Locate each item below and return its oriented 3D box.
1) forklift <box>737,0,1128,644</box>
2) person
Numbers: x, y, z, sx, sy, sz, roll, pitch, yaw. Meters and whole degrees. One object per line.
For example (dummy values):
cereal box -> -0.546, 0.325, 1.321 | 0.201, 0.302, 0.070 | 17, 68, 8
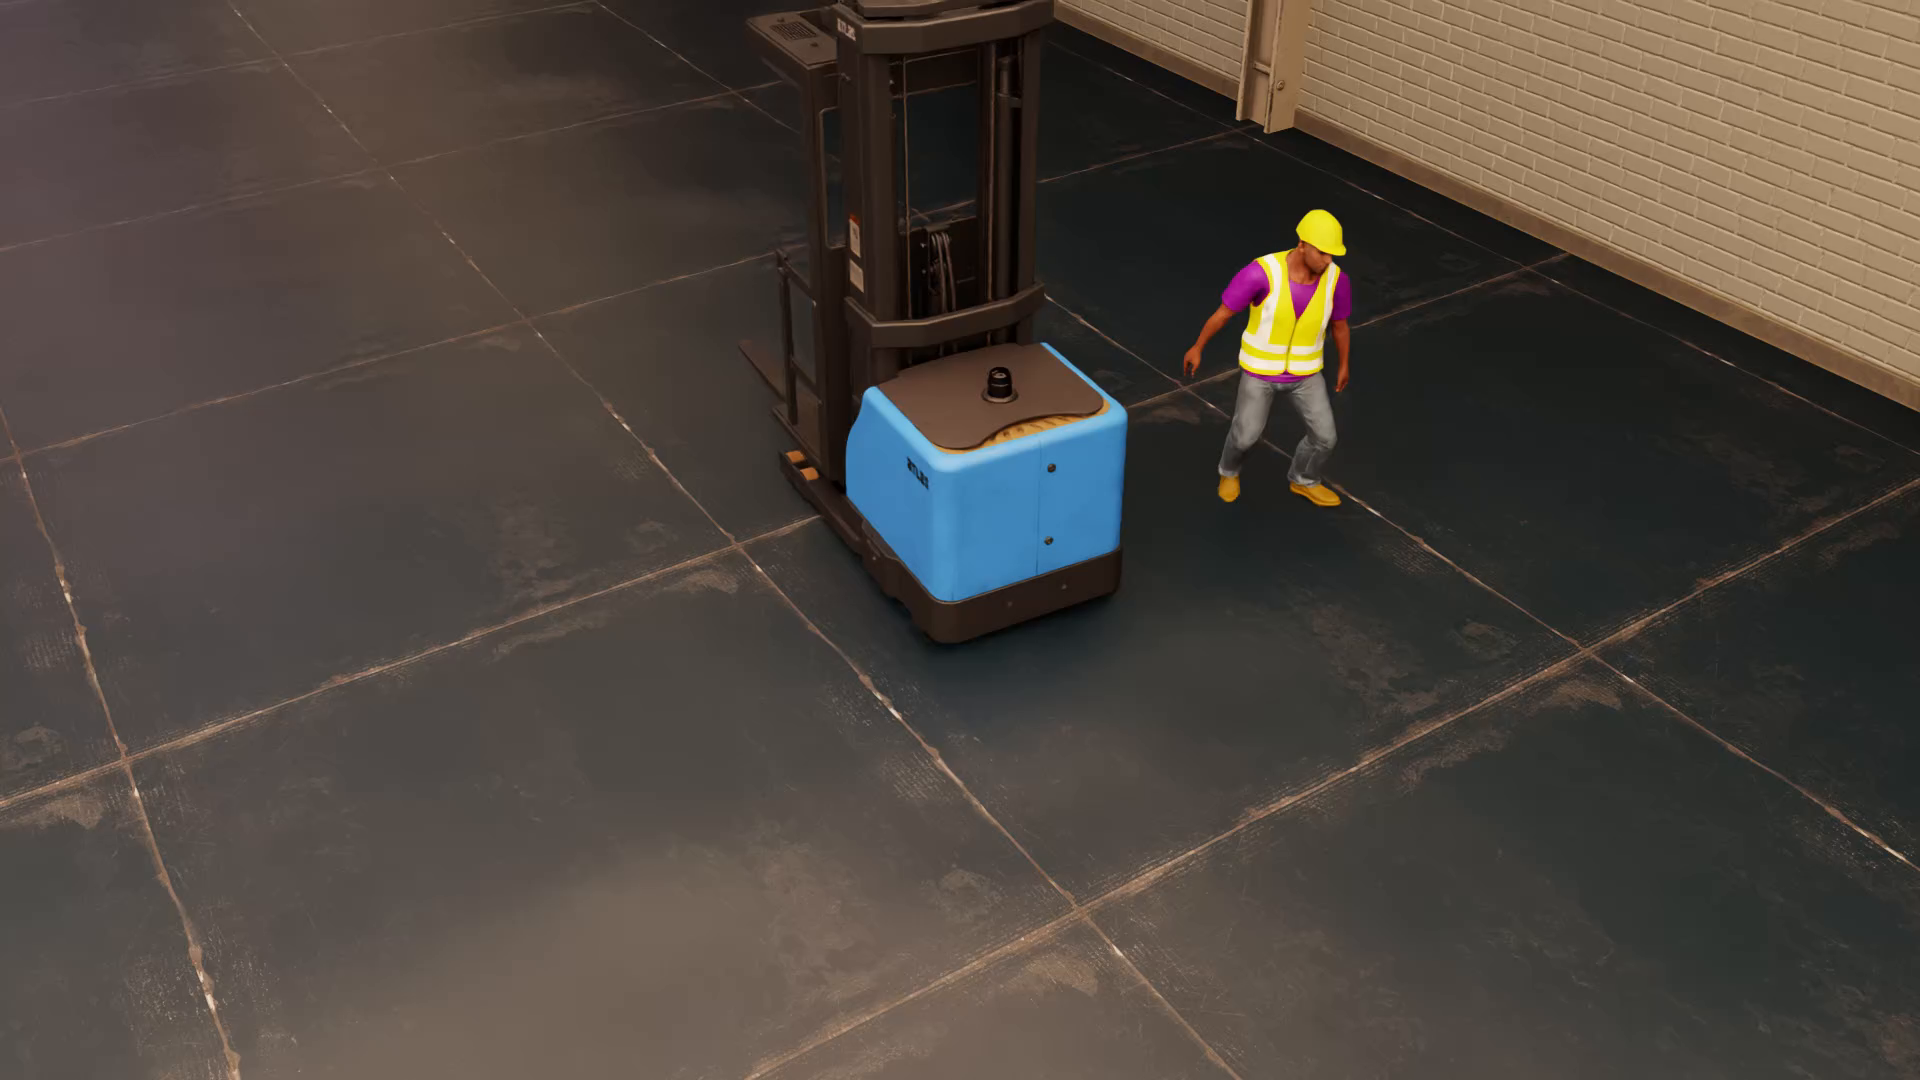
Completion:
forklift -> -0.338, -1.537, 8.335 | 1.130, 2.935, 3.031 | -17, 38, -23
person -> 1.601, -0.914, 8.559 | 0.888, 1.734, 0.497 | -1, 35, -1
